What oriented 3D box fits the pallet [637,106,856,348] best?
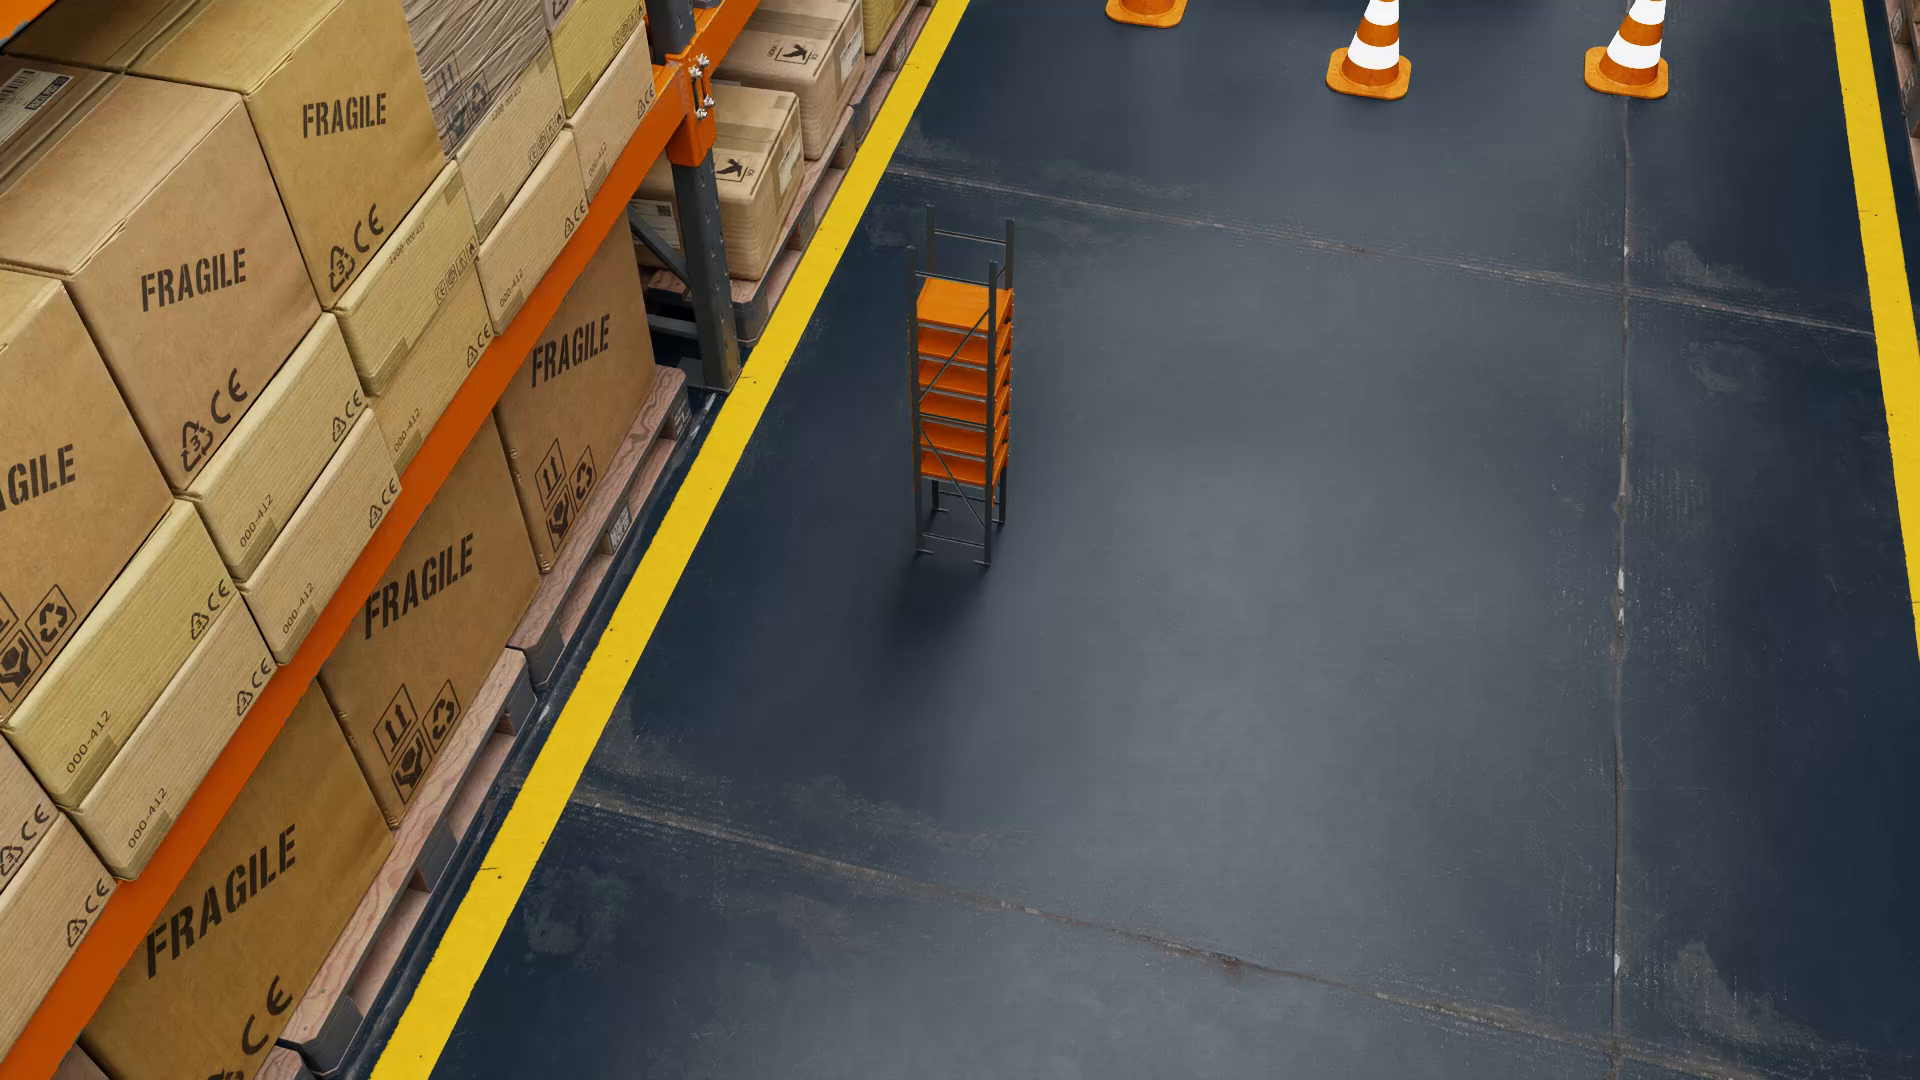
[{"bbox_3d":[-1.046,-1.273,6.232,1.003,0.211,1.213,12,50,10],"label":"pallet"}]

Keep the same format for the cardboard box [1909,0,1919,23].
[{"bbox_3d":[4.525,-2.548,6.718,1.050,0.750,0.750,11,50,10],"label":"cardboard box"}]

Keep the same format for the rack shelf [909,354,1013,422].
[{"bbox_3d":[0.004,-0.458,4.753,0.258,0.103,0.180,12,50,10],"label":"rack shelf"}]

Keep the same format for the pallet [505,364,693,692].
[{"bbox_3d":[-1.533,-0.152,5.244,1.003,0.211,1.213,12,50,10],"label":"pallet"}]

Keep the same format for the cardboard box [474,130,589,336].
[{"bbox_3d":[-1.255,-0.791,4.048,0.500,0.250,0.500,12,50,11],"label":"cardboard box"}]

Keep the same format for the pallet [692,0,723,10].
[{"bbox_3d":[-1.168,-2.103,5.234,1.213,0.211,1.003,12,50,10],"label":"pallet"}]

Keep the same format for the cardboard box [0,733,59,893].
[{"bbox_3d":[-1.808,0.502,2.573,0.500,0.250,0.500,12,50,11],"label":"cardboard box"}]

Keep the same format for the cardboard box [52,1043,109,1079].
[{"bbox_3d":[-2.220,1.363,3.184,0.875,0.875,0.875,13,50,11],"label":"cardboard box"}]

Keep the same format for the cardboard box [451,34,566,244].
[{"bbox_3d":[-1.267,-0.974,3.876,0.500,0.250,0.500,10,49,9],"label":"cardboard box"}]

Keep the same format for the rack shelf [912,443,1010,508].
[{"bbox_3d":[0.004,-0.219,5.023,0.258,0.103,0.180,12,50,10],"label":"rack shelf"}]

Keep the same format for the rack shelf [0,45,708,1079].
[{"bbox_3d":[-1.779,0.054,3.681,1.077,0.370,4.000,12,50,10],"label":"rack shelf"}]

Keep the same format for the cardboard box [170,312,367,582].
[{"bbox_3d":[-1.518,-0.224,3.214,0.500,0.250,0.500,10,49,9],"label":"cardboard box"}]

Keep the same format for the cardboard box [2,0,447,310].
[{"bbox_3d":[-1.401,-0.838,3.255,0.500,0.500,0.500,12,50,10],"label":"cardboard box"}]

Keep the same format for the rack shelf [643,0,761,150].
[{"bbox_3d":[-0.727,-2.839,6.235,1.077,0.370,4.000,12,50,10],"label":"rack shelf"}]

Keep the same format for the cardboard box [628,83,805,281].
[{"bbox_3d":[-1.095,-1.307,5.875,0.950,0.372,0.625,9,49,7],"label":"cardboard box"}]

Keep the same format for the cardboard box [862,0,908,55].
[{"bbox_3d":[-0.703,-2.389,6.831,0.950,0.372,0.625,13,50,11],"label":"cardboard box"}]

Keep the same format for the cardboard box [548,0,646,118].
[{"bbox_3d":[-1.135,-1.346,4.204,0.500,0.250,0.500,11,50,10],"label":"cardboard box"}]

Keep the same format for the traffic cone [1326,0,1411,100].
[{"bbox_3d":[1.712,-2.104,6.798,0.336,0.463,0.334,12,50,10],"label":"traffic cone"}]

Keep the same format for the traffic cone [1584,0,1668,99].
[{"bbox_3d":[2.792,-2.108,6.802,0.336,0.463,0.334,12,50,10],"label":"traffic cone"}]

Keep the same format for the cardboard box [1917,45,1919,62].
[{"bbox_3d":[4.268,-1.851,6.103,1.050,0.750,0.750,12,50,10],"label":"cardboard box"}]

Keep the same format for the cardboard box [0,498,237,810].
[{"bbox_3d":[-1.649,0.142,2.891,0.500,0.250,0.500,12,50,11],"label":"cardboard box"}]

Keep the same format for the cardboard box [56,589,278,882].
[{"bbox_3d":[-1.650,0.304,3.081,0.500,0.250,0.500,11,50,10],"label":"cardboard box"}]

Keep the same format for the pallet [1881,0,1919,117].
[{"bbox_3d":[4.471,-2.124,6.984,1.003,0.211,1.213,12,50,10],"label":"pallet"}]

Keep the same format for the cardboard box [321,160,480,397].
[{"bbox_3d":[-1.382,-0.600,3.545,0.500,0.250,0.500,10,49,9],"label":"cardboard box"}]

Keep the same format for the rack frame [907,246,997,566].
[{"bbox_3d":[-0.020,-0.341,4.751,0.240,1.200,0.006,12,50,10],"label":"rack frame"}]

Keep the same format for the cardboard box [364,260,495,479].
[{"bbox_3d":[-1.403,-0.430,3.729,0.500,0.250,0.500,11,50,10],"label":"cardboard box"}]

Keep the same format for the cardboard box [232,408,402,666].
[{"bbox_3d":[-1.510,-0.056,3.398,0.500,0.250,0.500,11,49,9],"label":"cardboard box"}]

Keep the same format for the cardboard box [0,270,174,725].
[{"bbox_3d":[-1.671,-0.098,2.603,0.500,0.500,0.500,10,49,9],"label":"cardboard box"}]

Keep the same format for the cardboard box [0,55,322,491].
[{"bbox_3d":[-1.541,-0.473,2.934,0.500,0.500,0.500,11,49,9],"label":"cardboard box"}]

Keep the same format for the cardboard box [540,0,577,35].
[{"bbox_3d":[-1.137,-1.569,3.900,0.500,0.500,0.500,10,49,9],"label":"cardboard box"}]

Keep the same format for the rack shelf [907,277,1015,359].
[{"bbox_3d":[0.004,-0.616,4.573,0.258,0.103,0.180,12,50,10],"label":"rack shelf"}]

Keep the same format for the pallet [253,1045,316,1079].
[{"bbox_3d":[-2.175,1.613,3.686,1.003,0.211,1.213,12,50,10],"label":"pallet"}]

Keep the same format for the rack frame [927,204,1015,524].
[{"bbox_3d":[0.028,-0.474,4.868,0.240,1.200,0.006,12,50,10],"label":"rack frame"}]

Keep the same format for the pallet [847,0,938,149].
[{"bbox_3d":[-0.723,-2.152,7.009,1.003,0.211,1.213,12,50,10],"label":"pallet"}]

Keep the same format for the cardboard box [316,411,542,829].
[{"bbox_3d":[-1.754,0.061,4.332,0.875,0.875,0.875,12,50,10],"label":"cardboard box"}]

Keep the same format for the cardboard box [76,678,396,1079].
[{"bbox_3d":[-1.990,0.708,3.762,0.875,0.875,0.875,13,50,11],"label":"cardboard box"}]

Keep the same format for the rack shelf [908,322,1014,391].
[{"bbox_3d":[0.004,-0.537,4.663,0.258,0.103,0.180,12,50,10],"label":"rack shelf"}]

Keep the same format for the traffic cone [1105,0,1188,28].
[{"bbox_3d":[0.824,-2.511,7.158,0.336,0.463,0.334,12,50,10],"label":"traffic cone"}]

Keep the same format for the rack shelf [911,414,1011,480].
[{"bbox_3d":[0.004,-0.299,4.933,0.258,0.103,0.180,12,50,10],"label":"rack shelf"}]

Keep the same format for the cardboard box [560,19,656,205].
[{"bbox_3d":[-1.136,-1.164,4.376,0.500,0.250,0.500,10,49,9],"label":"cardboard box"}]

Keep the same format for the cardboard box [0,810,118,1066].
[{"bbox_3d":[-1.801,0.672,2.756,0.500,0.250,0.500,10,49,9],"label":"cardboard box"}]

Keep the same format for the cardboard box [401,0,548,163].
[{"bbox_3d":[-1.264,-1.196,3.571,0.500,0.500,0.500,12,50,11],"label":"cardboard box"}]

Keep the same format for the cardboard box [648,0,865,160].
[{"bbox_3d":[-0.908,-1.842,6.347,0.950,0.372,0.625,11,49,9],"label":"cardboard box"}]

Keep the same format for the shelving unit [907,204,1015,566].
[{"bbox_3d":[0.004,-0.407,4.809,0.258,1.200,0.189,12,50,10],"label":"shelving unit"}]

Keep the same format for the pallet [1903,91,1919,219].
[{"bbox_3d":[4.152,-1.239,6.203,1.003,0.211,1.213,12,50,10],"label":"pallet"}]

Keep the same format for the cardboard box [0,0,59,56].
[{"bbox_3d":[-1.891,-0.954,3.358,0.500,0.500,0.500,13,50,11],"label":"cardboard box"}]

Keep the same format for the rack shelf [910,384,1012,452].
[{"bbox_3d":[0.004,-0.378,4.843,0.258,0.103,0.180,12,50,10],"label":"rack shelf"}]

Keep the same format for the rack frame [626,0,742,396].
[{"bbox_3d":[-1.253,-1.630,4.688,1.000,3.000,0.127,12,50,10],"label":"rack frame"}]

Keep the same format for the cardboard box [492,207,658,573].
[{"bbox_3d":[-1.515,-0.583,4.901,0.875,0.875,0.875,11,50,10],"label":"cardboard box"}]

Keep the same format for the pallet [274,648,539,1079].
[{"bbox_3d":[-1.856,0.727,4.467,1.003,0.211,1.213,12,50,10],"label":"pallet"}]
